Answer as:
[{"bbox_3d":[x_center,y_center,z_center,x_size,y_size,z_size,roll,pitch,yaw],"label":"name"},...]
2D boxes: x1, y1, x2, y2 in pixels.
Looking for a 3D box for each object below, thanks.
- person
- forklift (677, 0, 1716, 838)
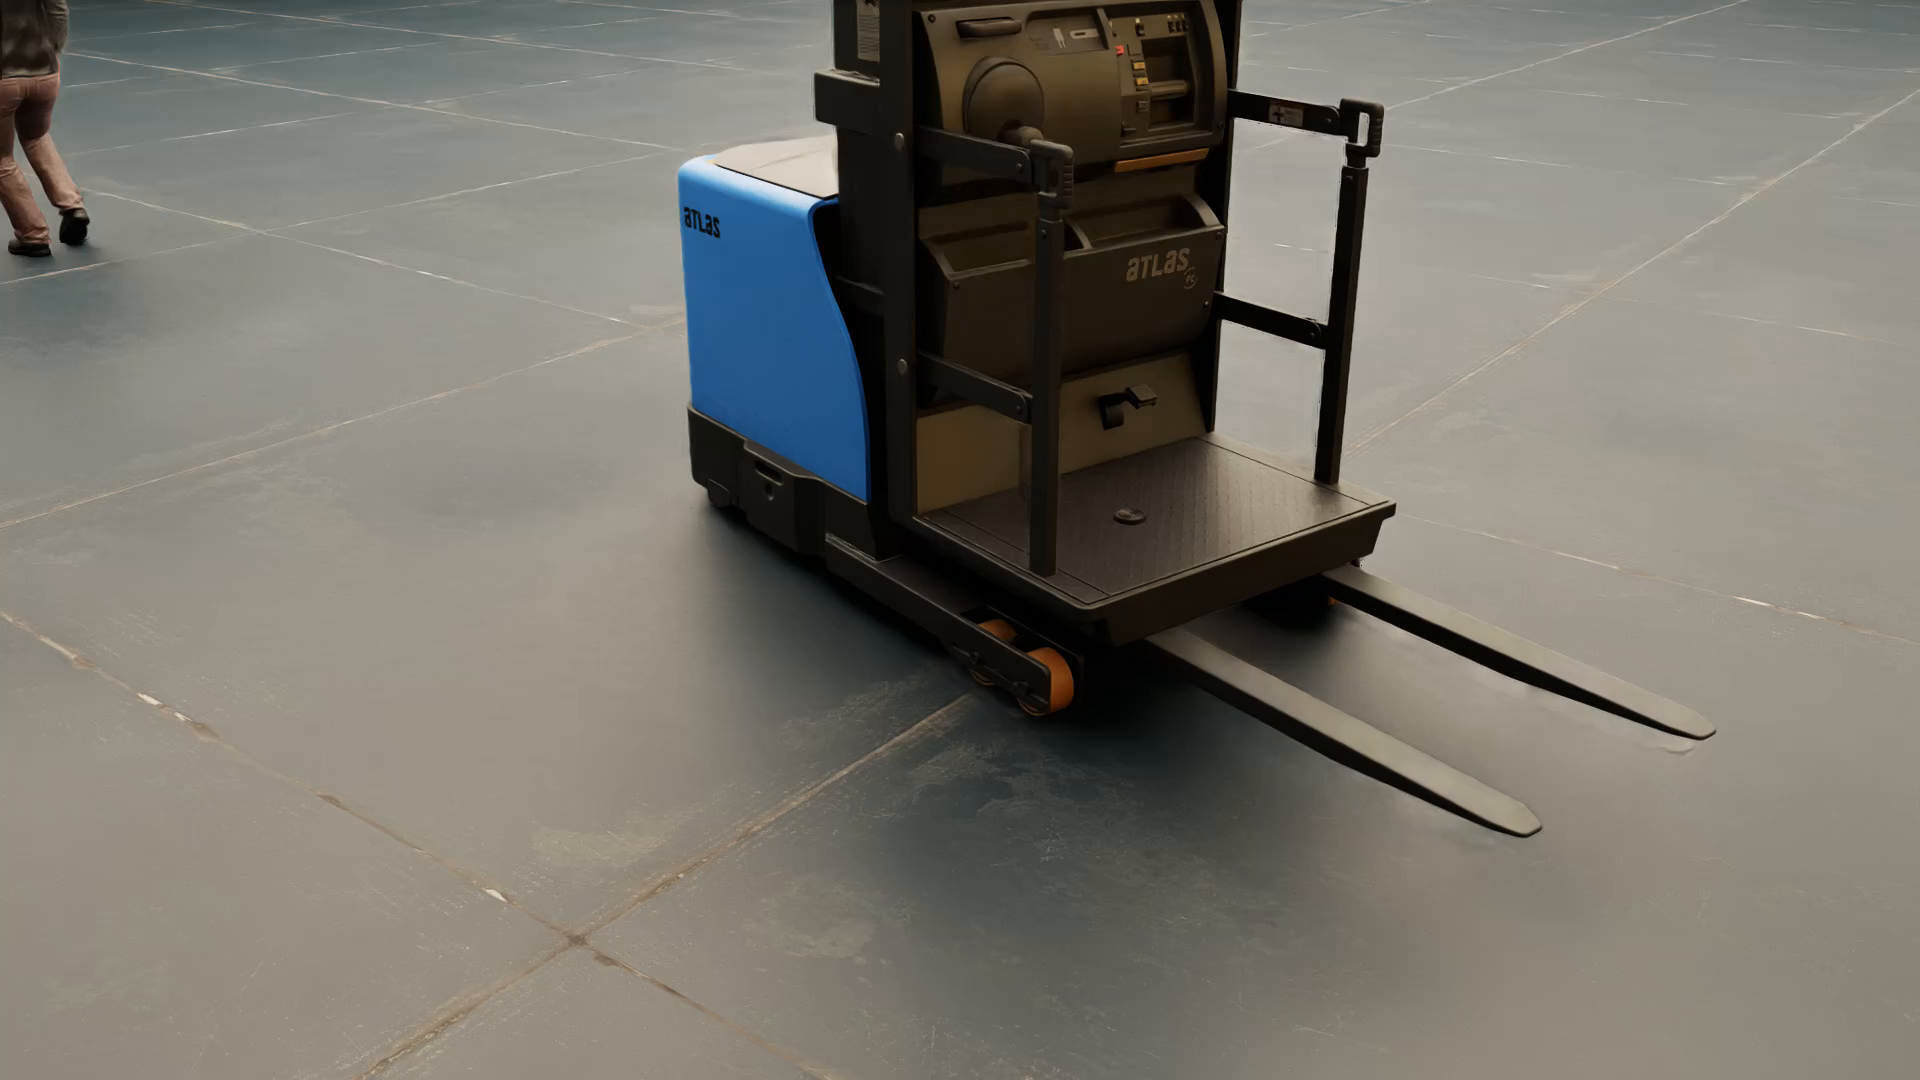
[{"bbox_3d":[-4.645,-2.209,8.012,0.495,1.716,0.802,15,28,31],"label":"person"},{"bbox_3d":[0.430,-1.139,3.955,1.130,2.935,3.031,-17,28,-33],"label":"forklift"}]
